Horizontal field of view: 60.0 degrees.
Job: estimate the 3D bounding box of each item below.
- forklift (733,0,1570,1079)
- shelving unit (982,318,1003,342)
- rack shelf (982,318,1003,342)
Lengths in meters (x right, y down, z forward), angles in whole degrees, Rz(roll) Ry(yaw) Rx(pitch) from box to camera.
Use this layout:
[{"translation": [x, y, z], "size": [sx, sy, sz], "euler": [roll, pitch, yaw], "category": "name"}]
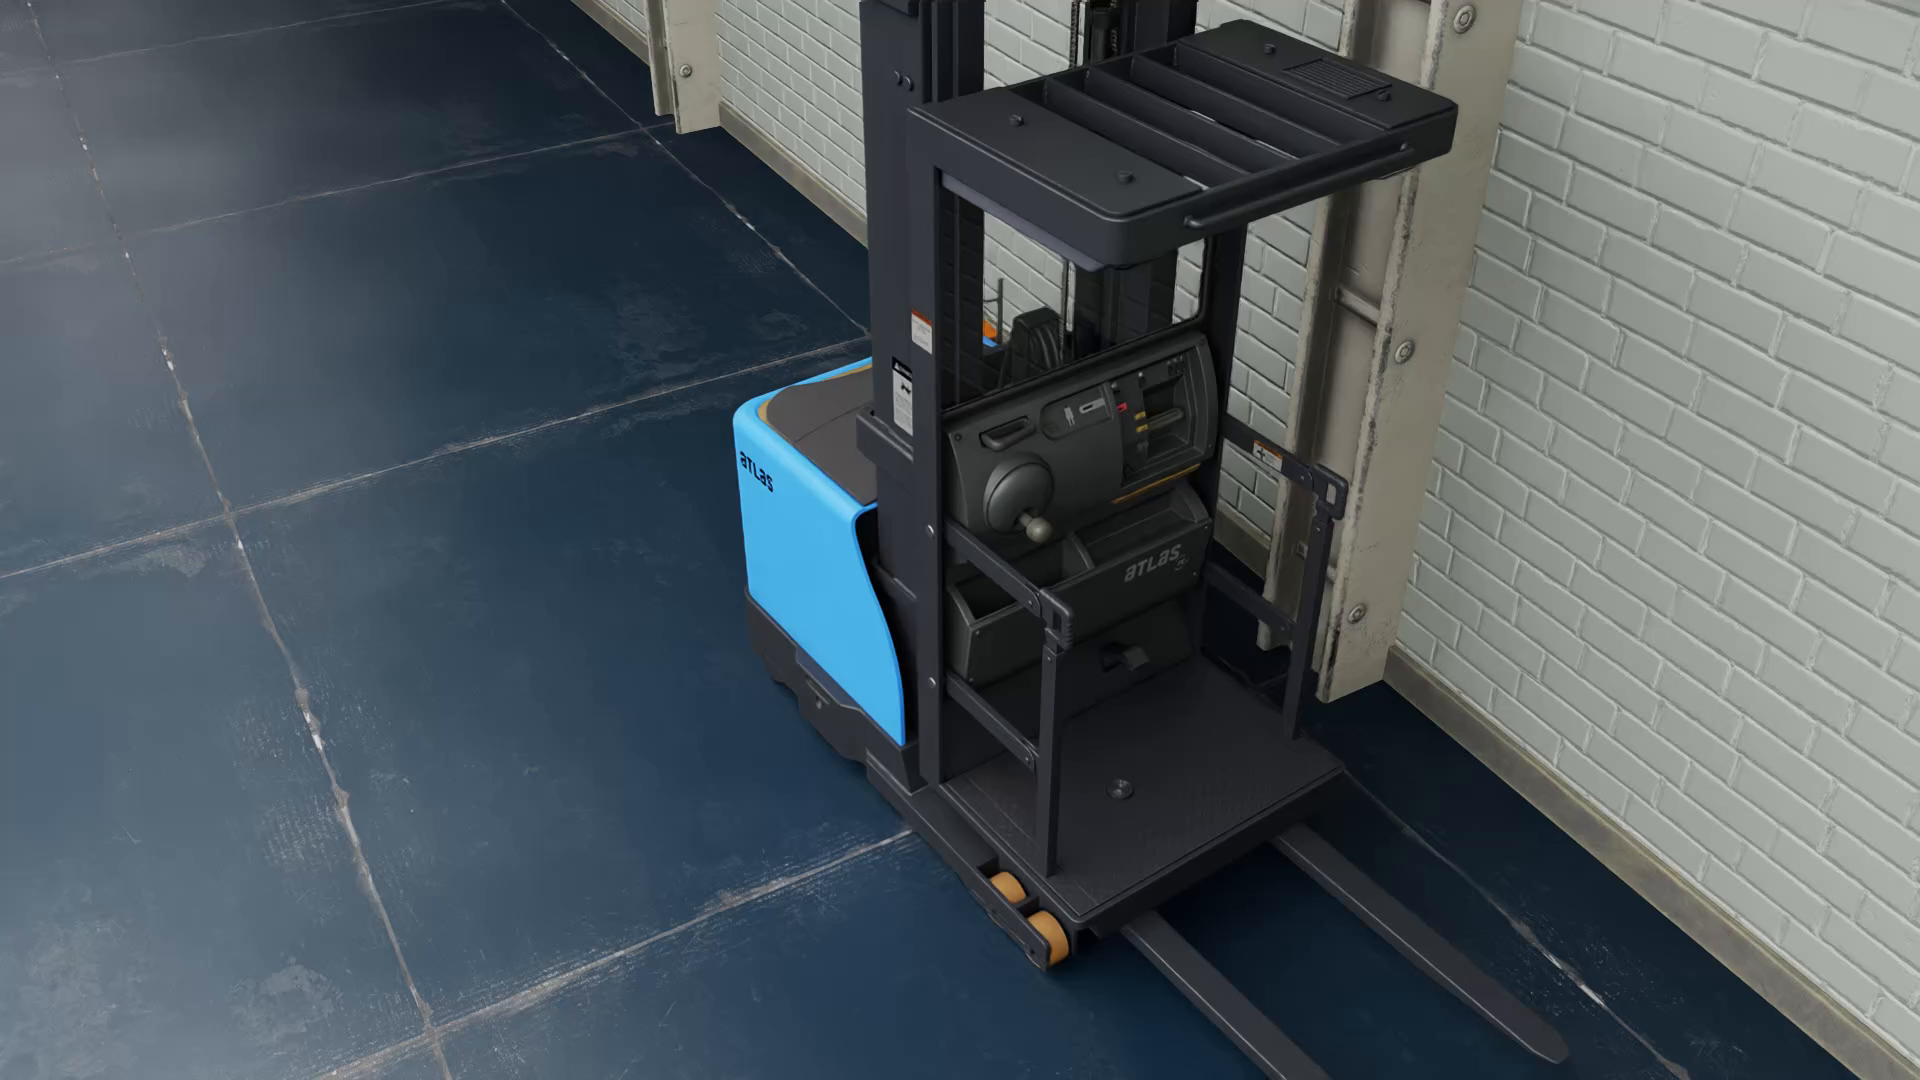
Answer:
[{"translation": [-18.749, -4.488, 10.410], "size": [23.922, 2.935, 37.235], "euler": [-23, 42, -28], "category": "forklift"}, {"translation": [-7.834, -5.454, 12.691], "size": [6.899, 1.801, 21.589], "euler": [-17, 39, -22], "category": "shelving unit"}, {"translation": [0.002, -0.740, 6.211], "size": [0.258, 0.103, 0.180], "euler": [-17, 39, -22], "category": "rack shelf"}]
